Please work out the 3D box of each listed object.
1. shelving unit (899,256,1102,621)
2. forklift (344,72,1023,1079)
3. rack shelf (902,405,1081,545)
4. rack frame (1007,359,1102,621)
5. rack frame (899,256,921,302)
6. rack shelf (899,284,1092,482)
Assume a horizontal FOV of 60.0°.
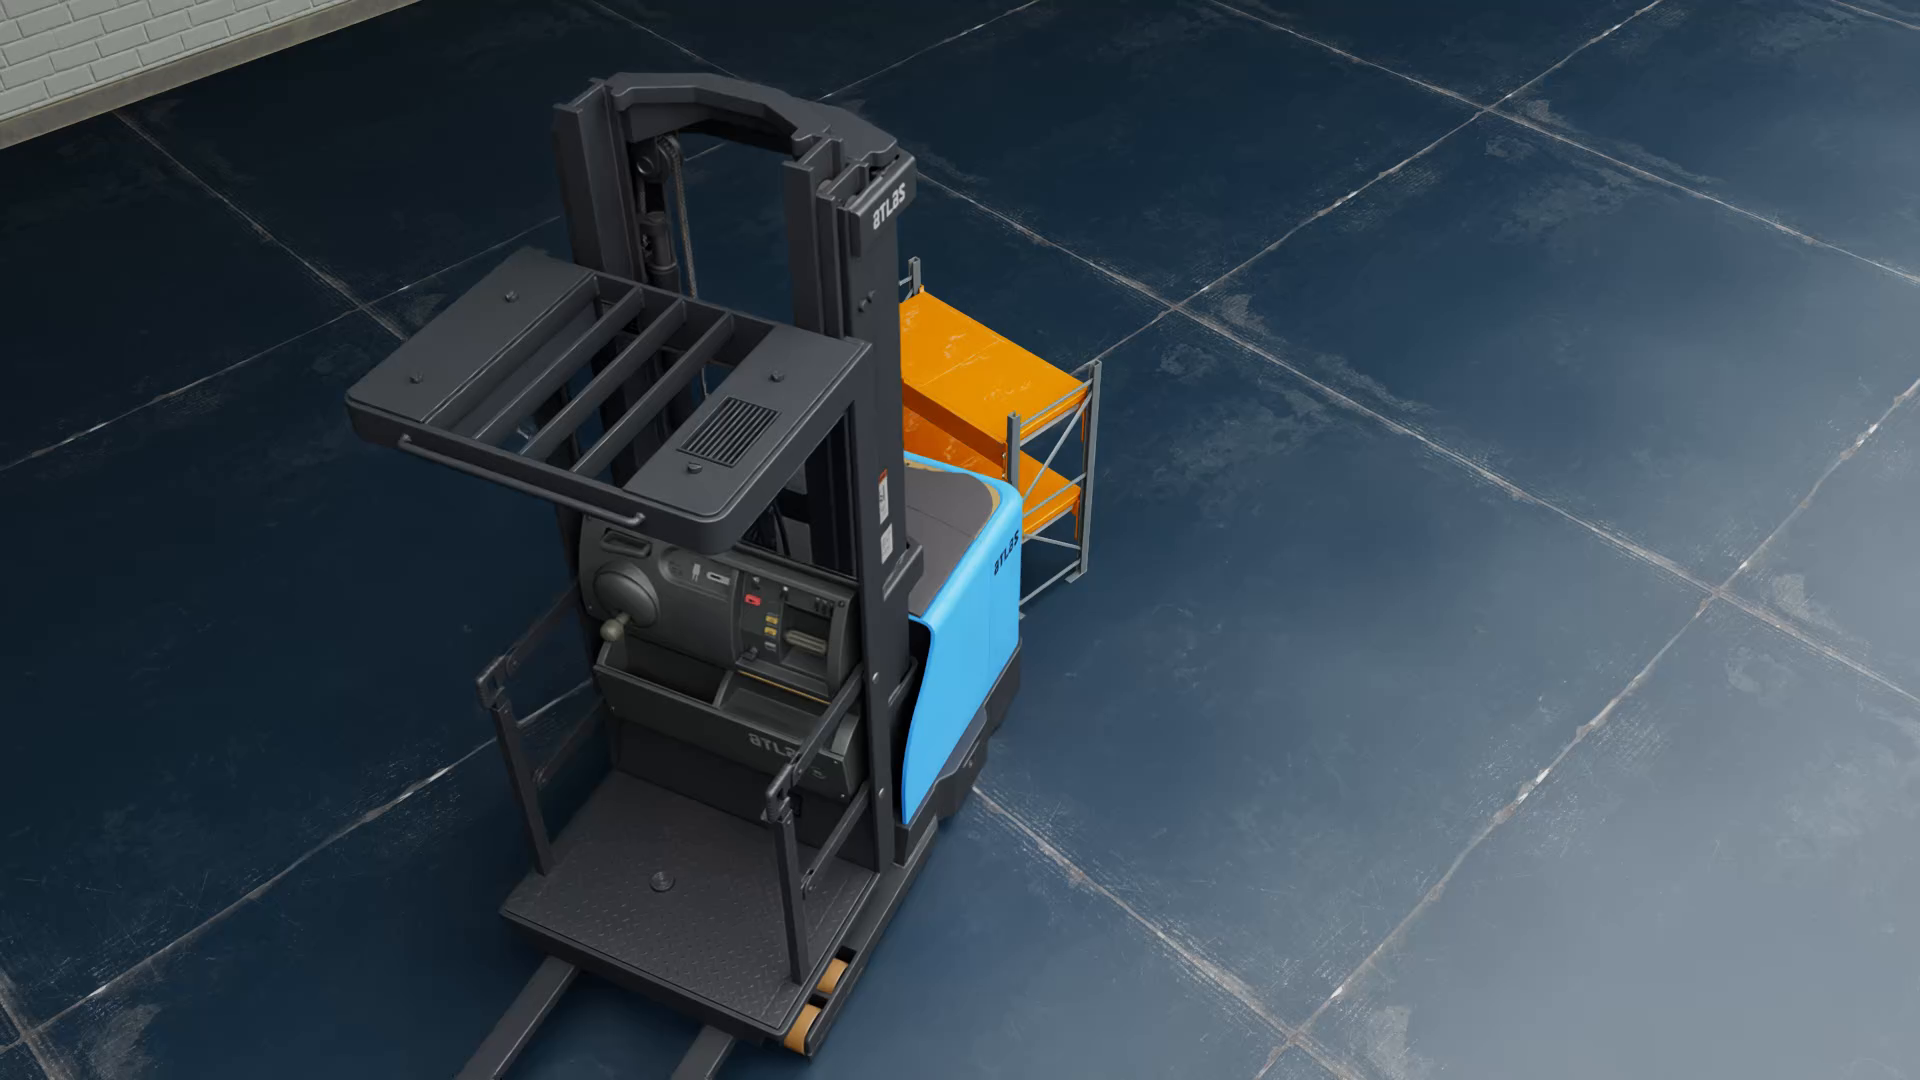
[{"bbox_3d":[0.005,-0.410,6.982,0.538,1.125,1.048,-34,53,-31],"label":"shelving unit"},{"bbox_3d":[-0.843,0.283,4.902,1.130,2.935,3.031,18,46,18],"label":"forklift"},{"bbox_3d":[0.005,-0.230,7.148,0.538,0.278,1.000,-34,53,-31],"label":"rack shelf"},{"bbox_3d":[0.364,-0.166,6.718,0.500,1.125,0.032,-34,53,-31],"label":"rack frame"},{"bbox_3d":[-0.354,-0.654,7.246,0.500,1.125,0.032,-34,53,-31],"label":"rack frame"},{"bbox_3d":[0.005,-0.625,6.783,0.538,0.278,1.000,-34,53,-31],"label":"rack shelf"}]
